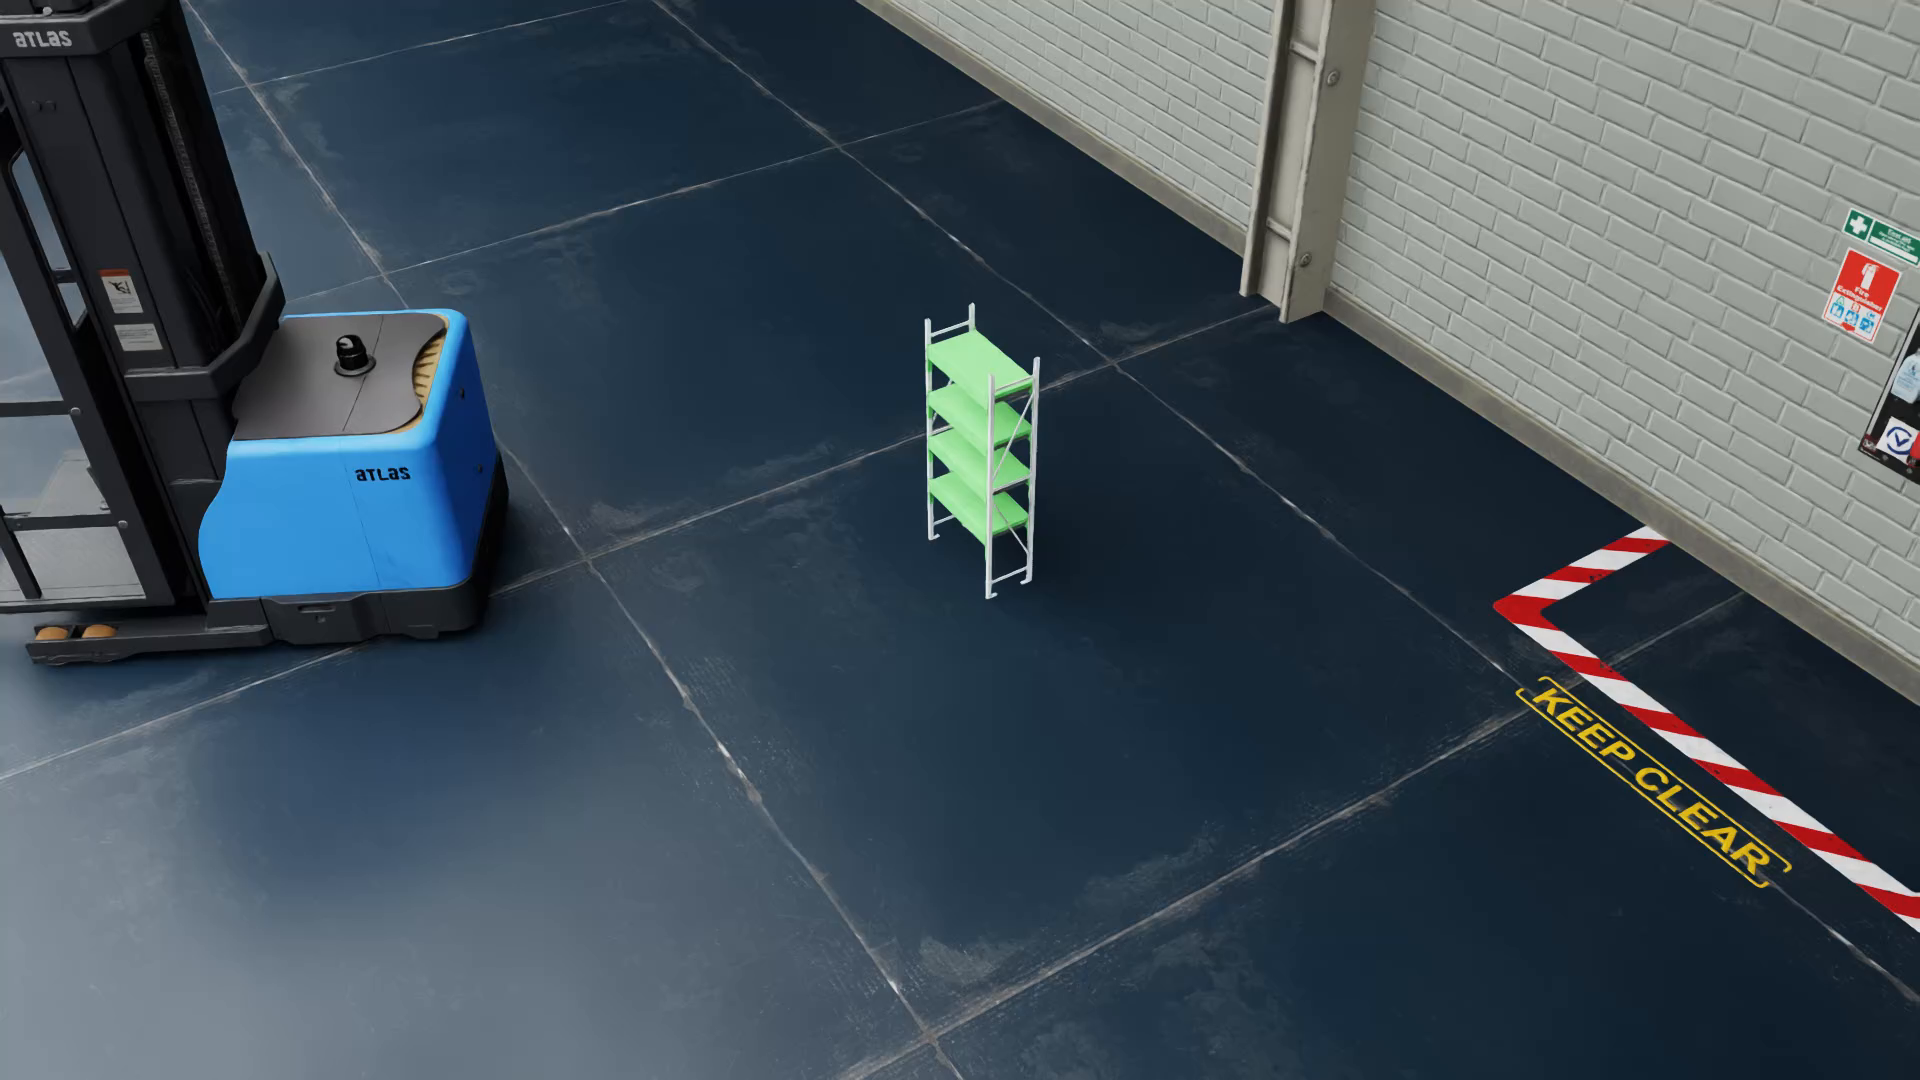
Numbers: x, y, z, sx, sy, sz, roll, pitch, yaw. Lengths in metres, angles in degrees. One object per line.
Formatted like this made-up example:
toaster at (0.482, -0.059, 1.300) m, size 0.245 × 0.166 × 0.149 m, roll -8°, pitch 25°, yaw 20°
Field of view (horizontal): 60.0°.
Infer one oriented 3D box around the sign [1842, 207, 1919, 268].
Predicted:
sign at (3.531, -1.157, 6.353) m, size 0.001 × 0.109 × 0.331 m, roll -22°, pitch 45°, yaw -24°

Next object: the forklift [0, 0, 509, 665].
forklift at (-3.619, -0.944, 6.594) m, size 3.031 × 2.935 × 1.130 m, roll -3°, pitch 40°, yaw -3°

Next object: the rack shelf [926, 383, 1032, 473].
rack shelf at (0.089, -0.507, 7.146) m, size 0.258 × 0.148 × 0.480 m, roll -22°, pitch 45°, yaw -24°

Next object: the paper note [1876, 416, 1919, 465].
paper note at (3.710, -0.392, 6.566) m, size 0.016 × 0.148 × 0.142 m, roll -22°, pitch 45°, yaw -24°

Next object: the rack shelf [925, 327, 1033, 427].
rack shelf at (0.089, -0.691, 6.992) m, size 0.258 × 0.148 × 0.480 m, roll -22°, pitch 45°, yaw -24°

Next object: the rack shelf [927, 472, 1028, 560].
rack shelf at (0.089, -0.138, 7.453) m, size 0.258 × 0.148 × 0.480 m, roll -22°, pitch 45°, yaw -24°

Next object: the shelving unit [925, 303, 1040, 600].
shelving unit at (0.089, -0.372, 7.259) m, size 0.258 × 1.200 × 0.503 m, roll -22°, pitch 45°, yaw -24°

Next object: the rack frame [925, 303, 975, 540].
rack frame at (-0.042, -0.503, 7.417) m, size 0.240 × 1.200 × 0.015 m, roll -22°, pitch 45°, yaw -24°

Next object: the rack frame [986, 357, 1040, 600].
rack frame at (0.220, -0.240, 7.101) m, size 0.240 × 1.200 × 0.015 m, roll -22°, pitch 45°, yaw -24°

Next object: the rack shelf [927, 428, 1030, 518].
rack shelf at (0.089, -0.323, 7.300) m, size 0.258 × 0.148 × 0.480 m, roll -22°, pitch 45°, yaw -24°

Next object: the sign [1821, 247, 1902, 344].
sign at (3.536, -0.959, 6.530) m, size 0.001 × 0.329 × 0.234 m, roll -22°, pitch 45°, yaw -24°

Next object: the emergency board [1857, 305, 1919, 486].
emergency board at (3.747, -0.611, 6.140) m, size 0.194 × 1.169 × 0.643 m, roll -22°, pitch 45°, yaw -24°

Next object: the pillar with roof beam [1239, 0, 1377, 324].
pillar with roof beam at (-1.813, -3.326, 4.712) m, size 9.100 × 9.000 × 0.400 m, roll -22°, pitch 45°, yaw -24°
